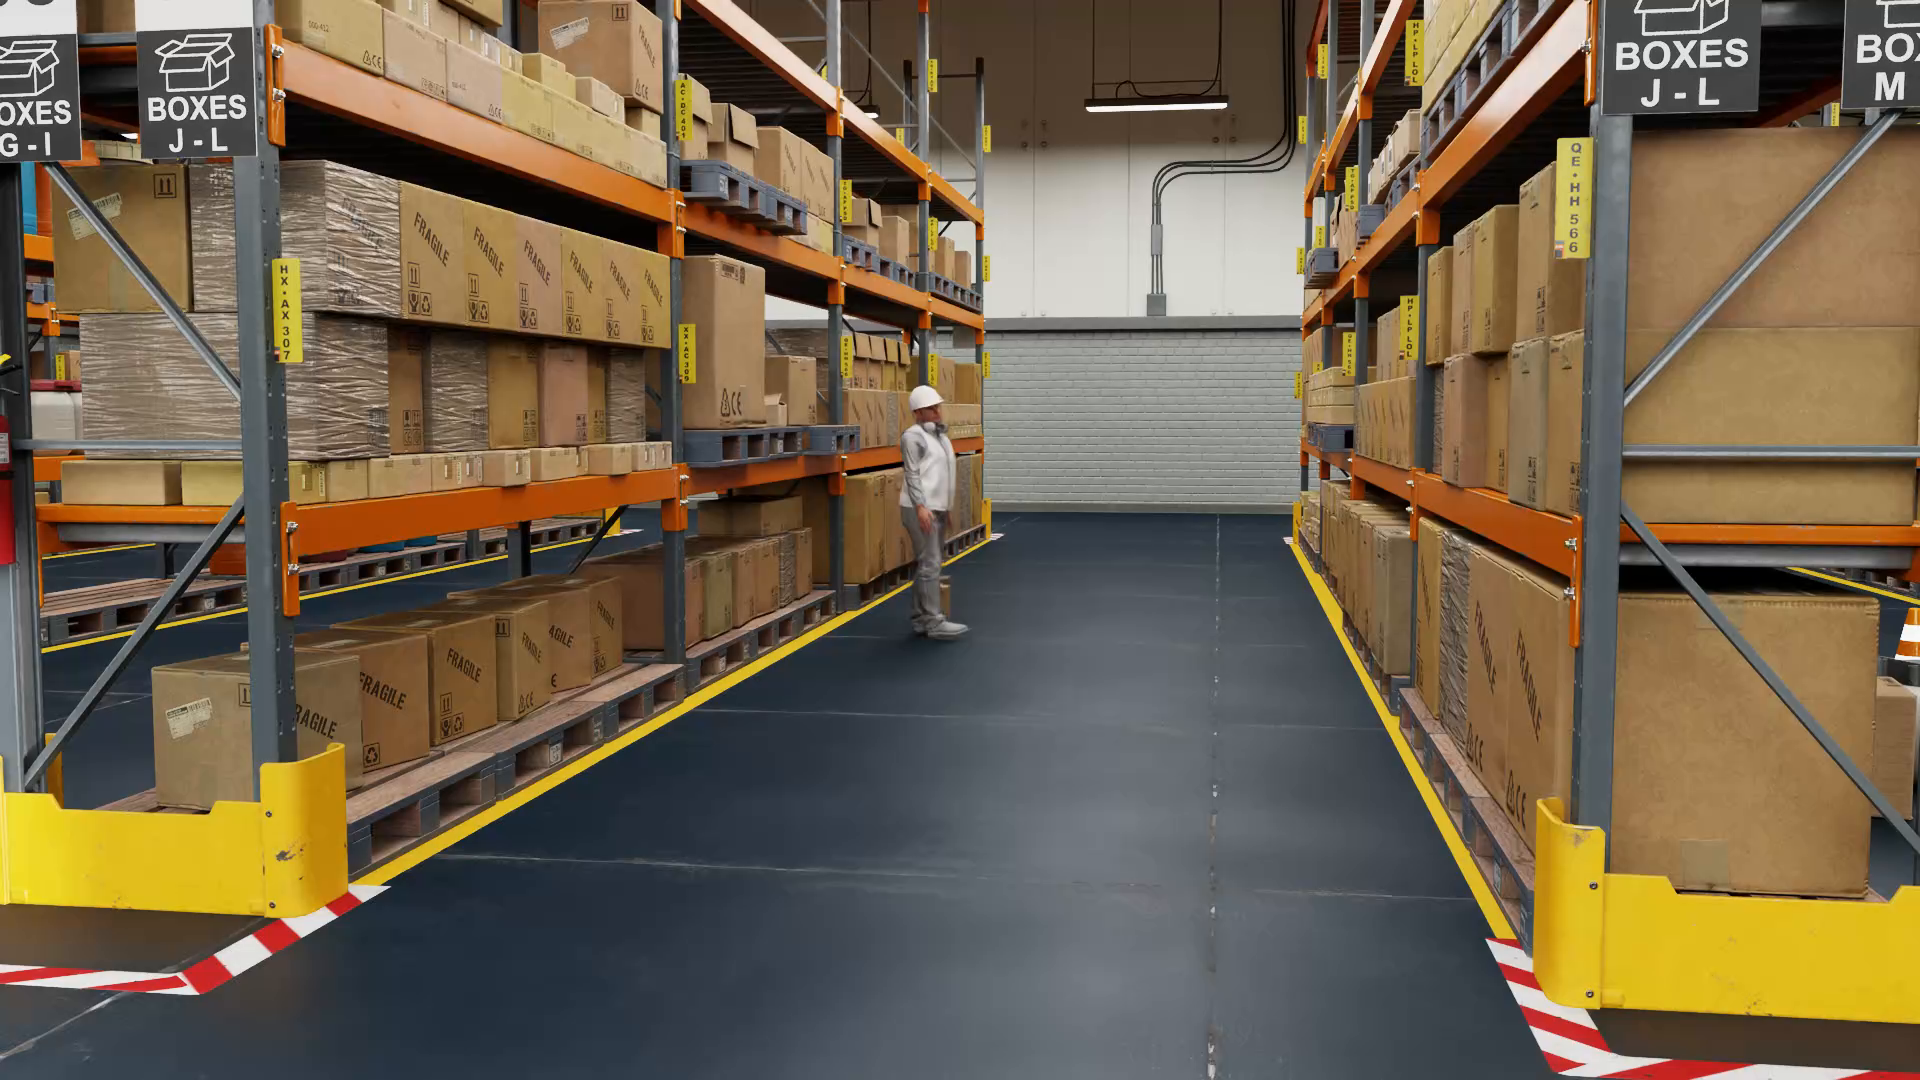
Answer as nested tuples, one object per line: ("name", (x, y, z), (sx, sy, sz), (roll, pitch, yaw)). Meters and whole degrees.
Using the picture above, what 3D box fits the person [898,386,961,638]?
("person", (-0.175, -0.204, 11.781), (0.555, 1.772, 0.608), (3, 5, 34))
